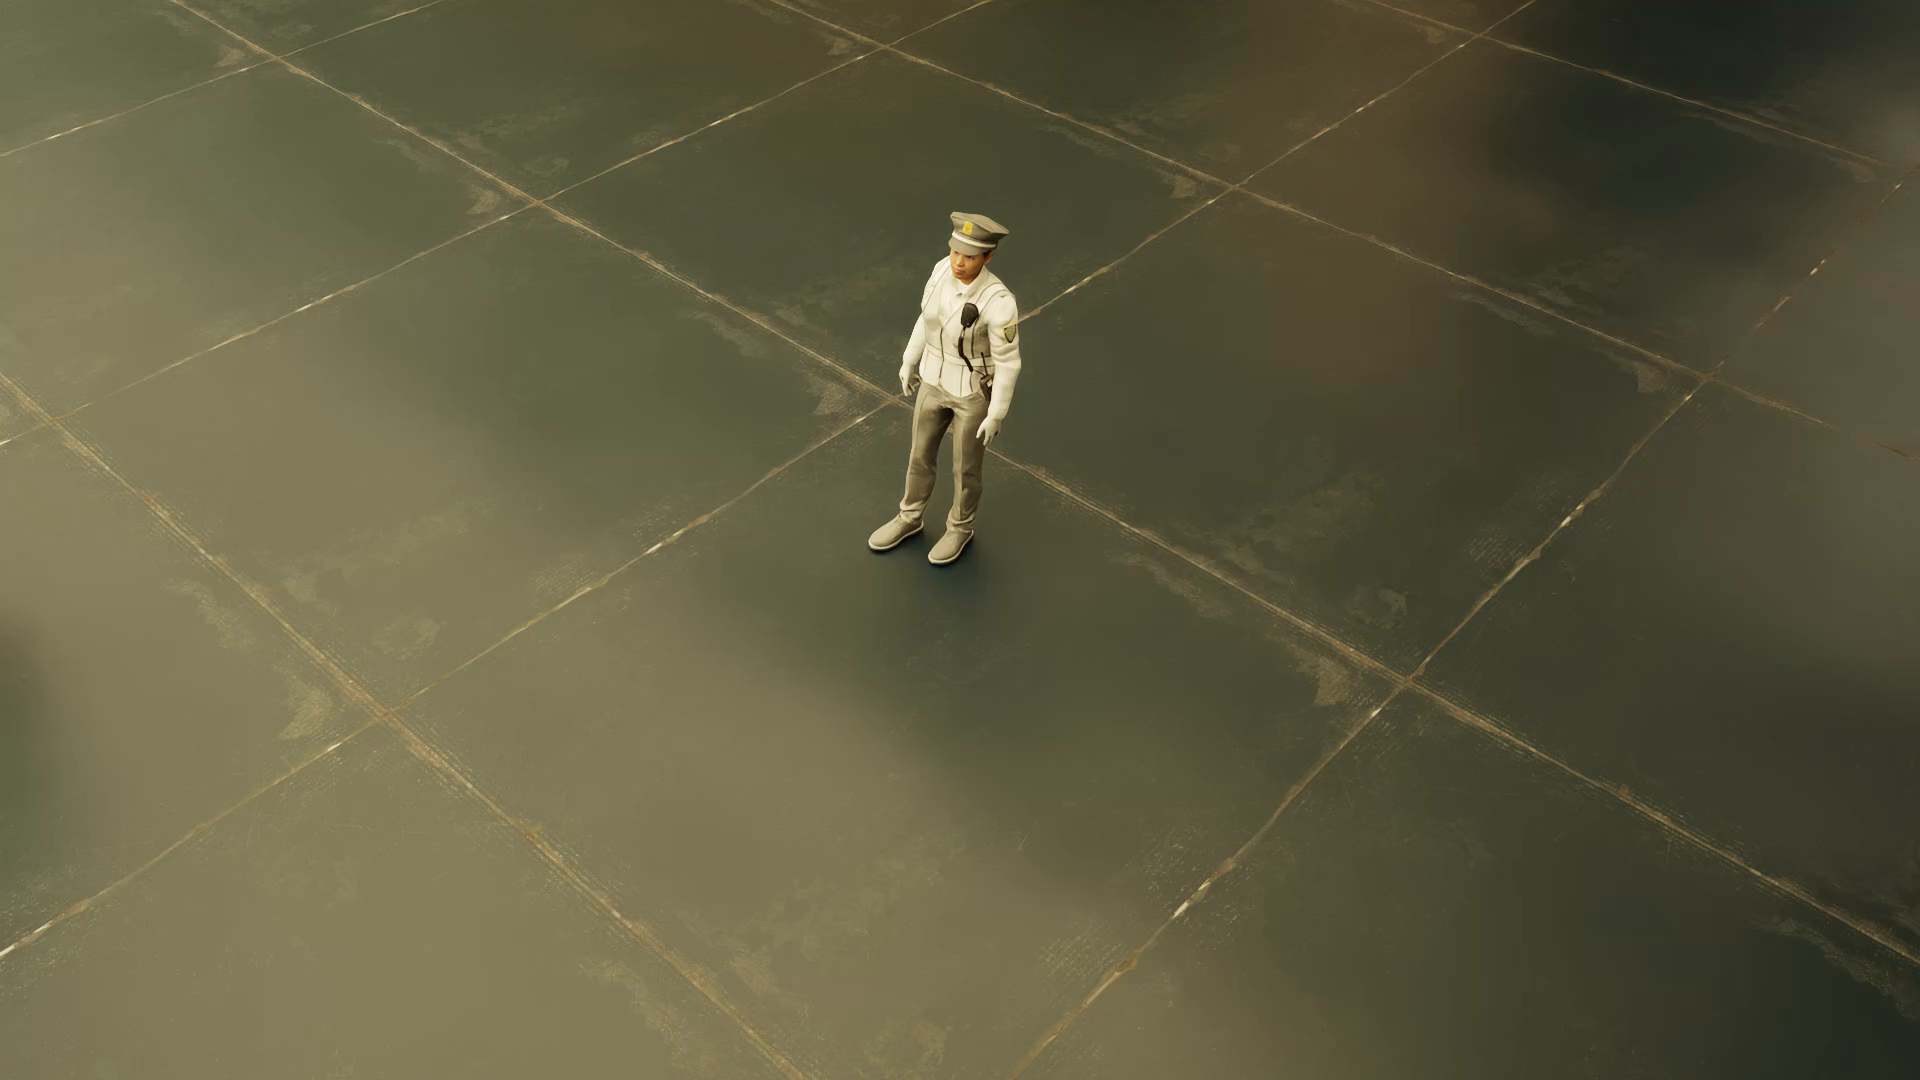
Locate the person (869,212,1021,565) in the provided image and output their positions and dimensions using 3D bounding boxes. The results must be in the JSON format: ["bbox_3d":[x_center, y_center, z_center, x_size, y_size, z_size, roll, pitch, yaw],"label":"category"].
[{"bbox_3d":[-0.052,-0.619,7.088,0.586,1.694,0.530,31,49,31],"label":"person"}]
